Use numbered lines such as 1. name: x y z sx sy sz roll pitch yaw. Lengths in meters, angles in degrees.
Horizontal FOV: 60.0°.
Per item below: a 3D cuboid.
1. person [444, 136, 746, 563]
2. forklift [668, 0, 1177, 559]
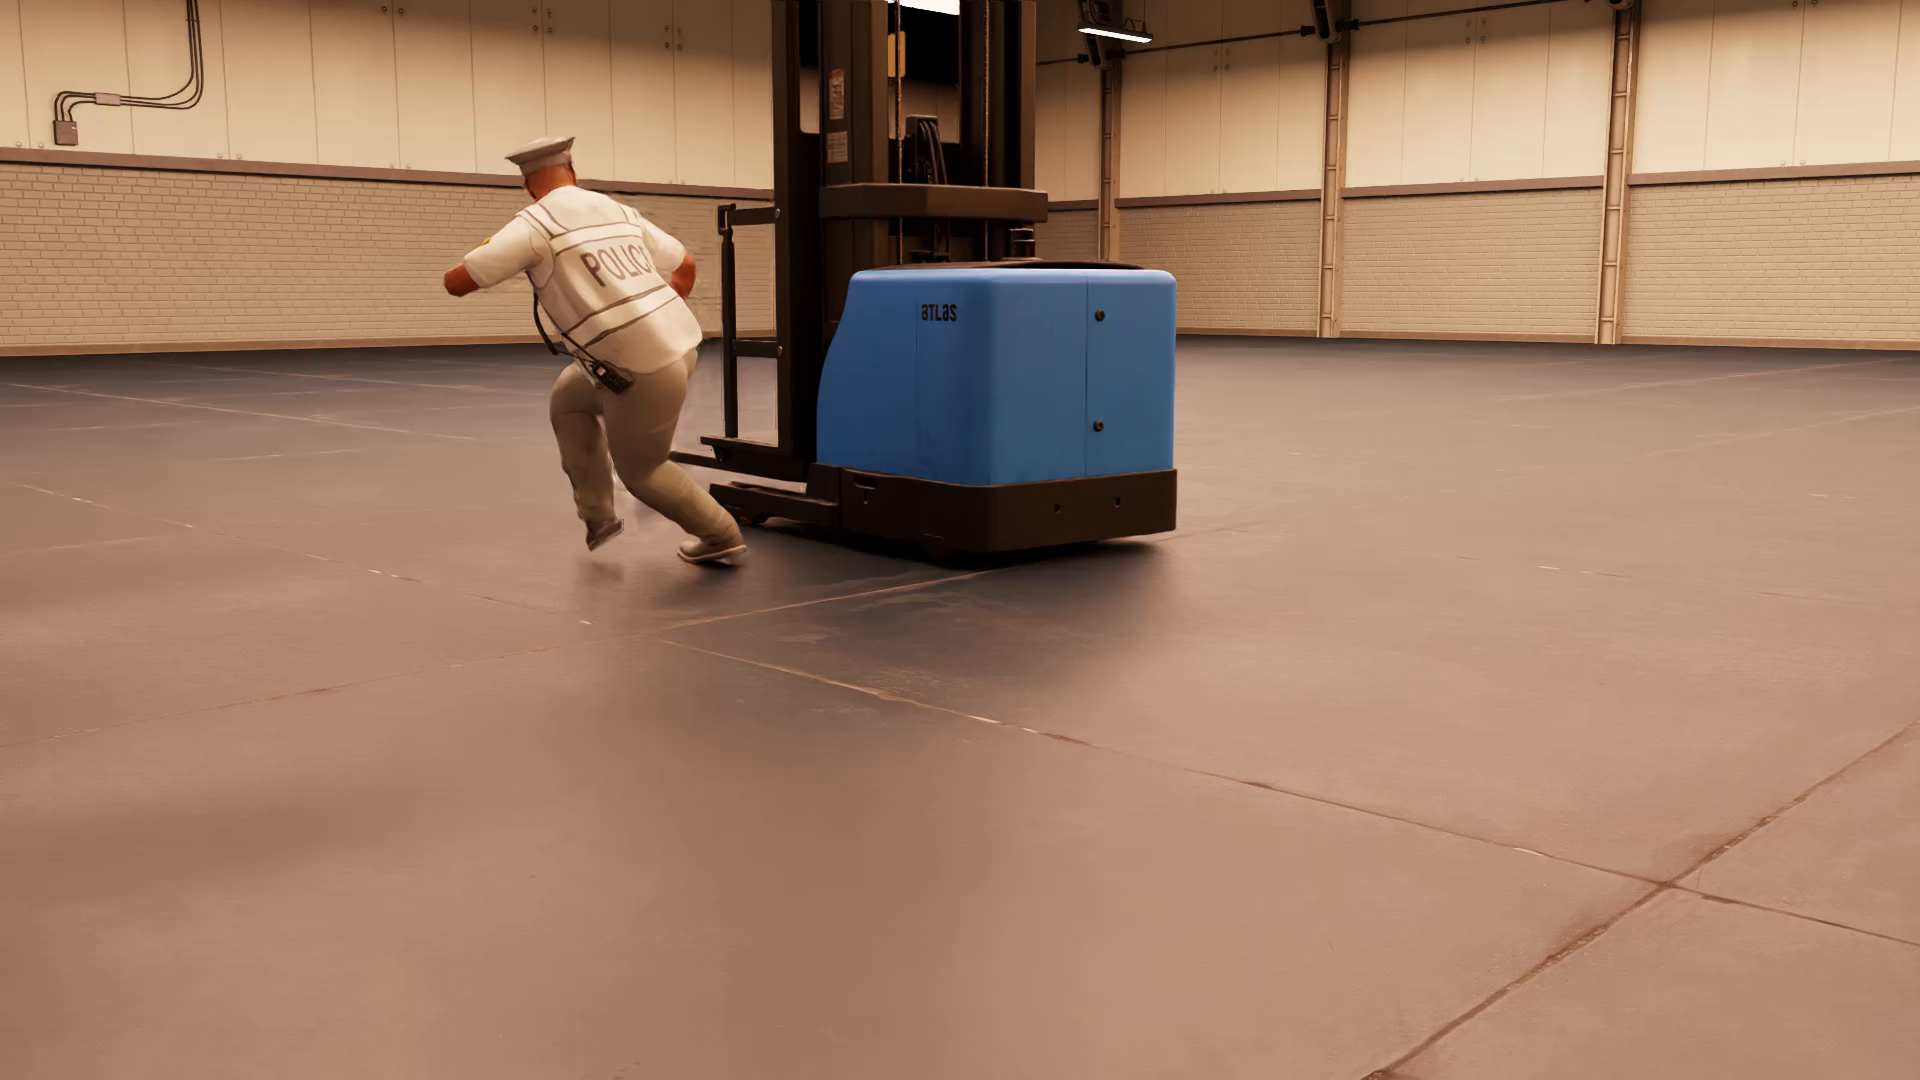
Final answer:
1. person: -1.282 -0.638 5.859 0.936 1.515 0.999 3 9 22
2. forklift: -0.442 -1.552 7.181 1.130 2.935 3.031 -6 11 -37
